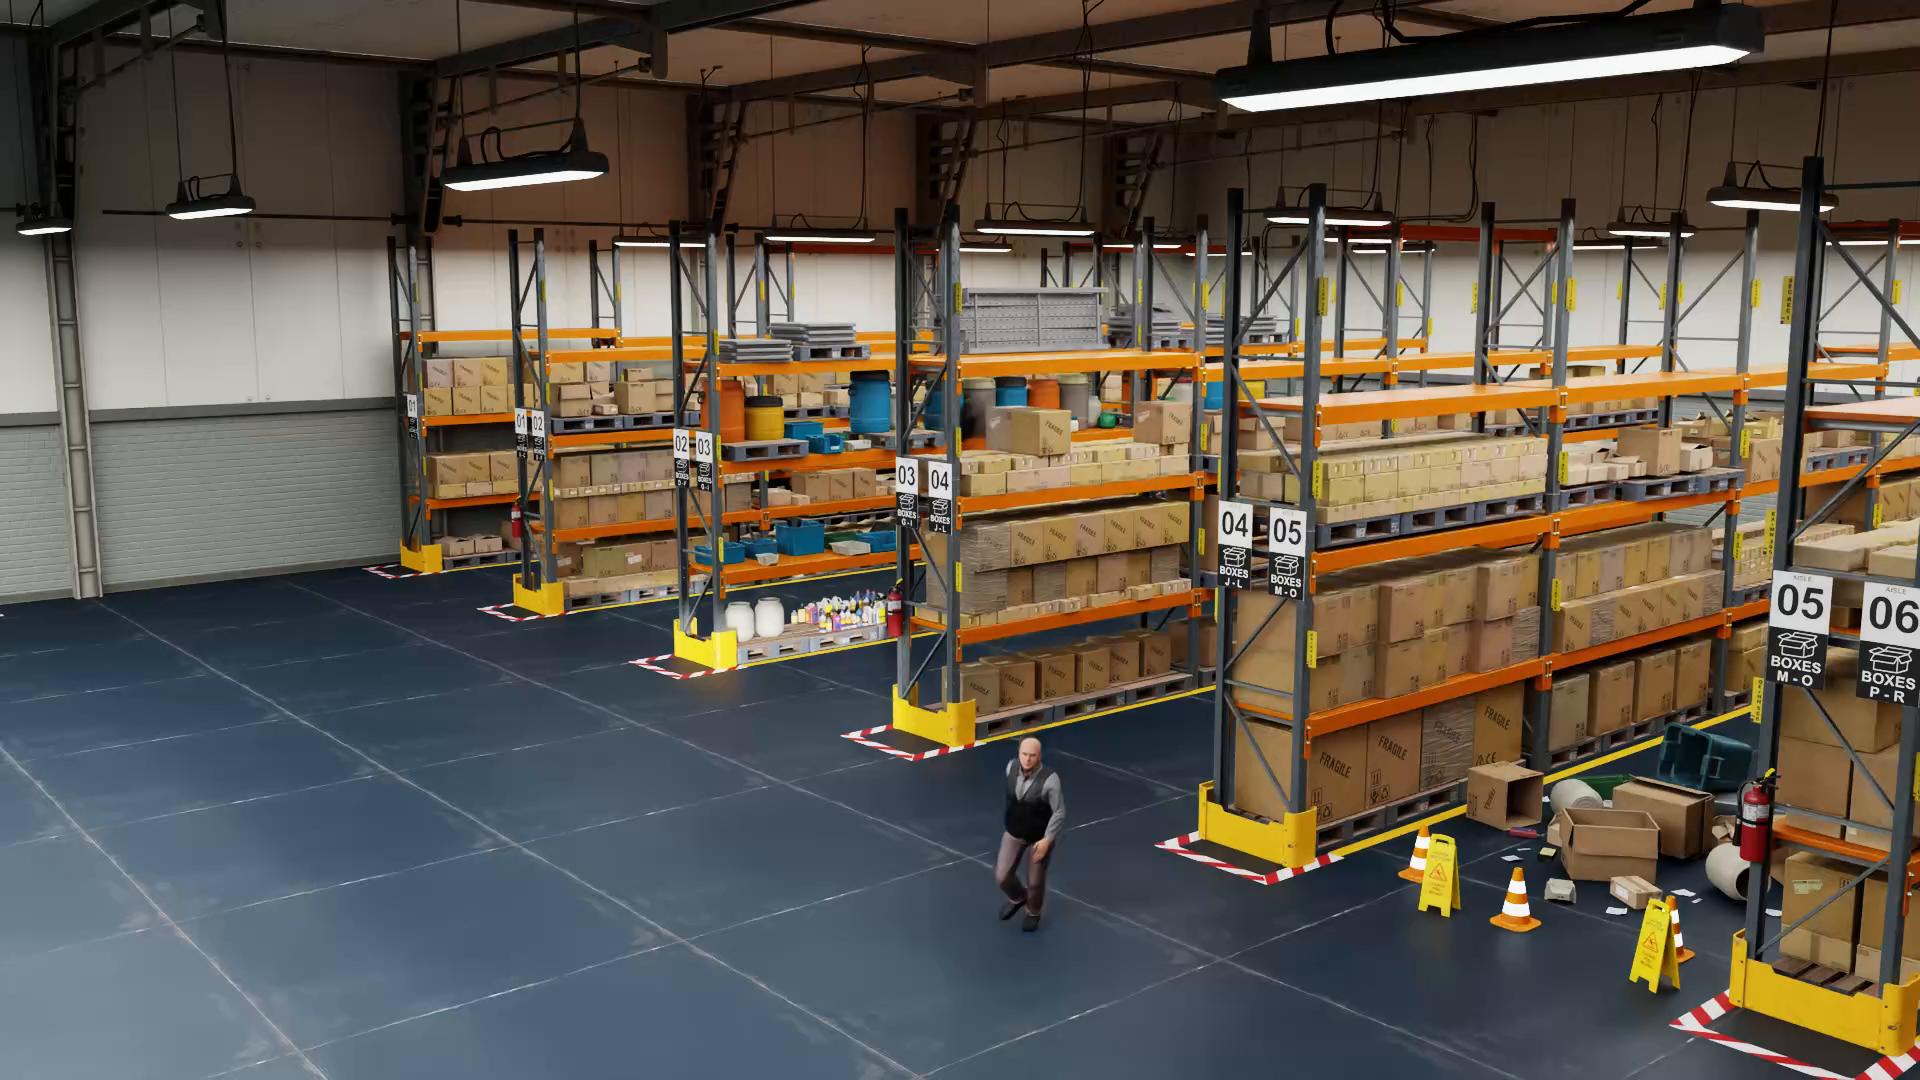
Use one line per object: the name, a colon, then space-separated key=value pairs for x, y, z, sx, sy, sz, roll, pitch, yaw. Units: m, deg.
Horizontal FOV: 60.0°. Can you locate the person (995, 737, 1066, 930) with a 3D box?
person: x=0.573 y=2.334 z=13.171 sx=0.642 sy=1.662 sz=0.710 roll=4 pitch=10 yaw=25
